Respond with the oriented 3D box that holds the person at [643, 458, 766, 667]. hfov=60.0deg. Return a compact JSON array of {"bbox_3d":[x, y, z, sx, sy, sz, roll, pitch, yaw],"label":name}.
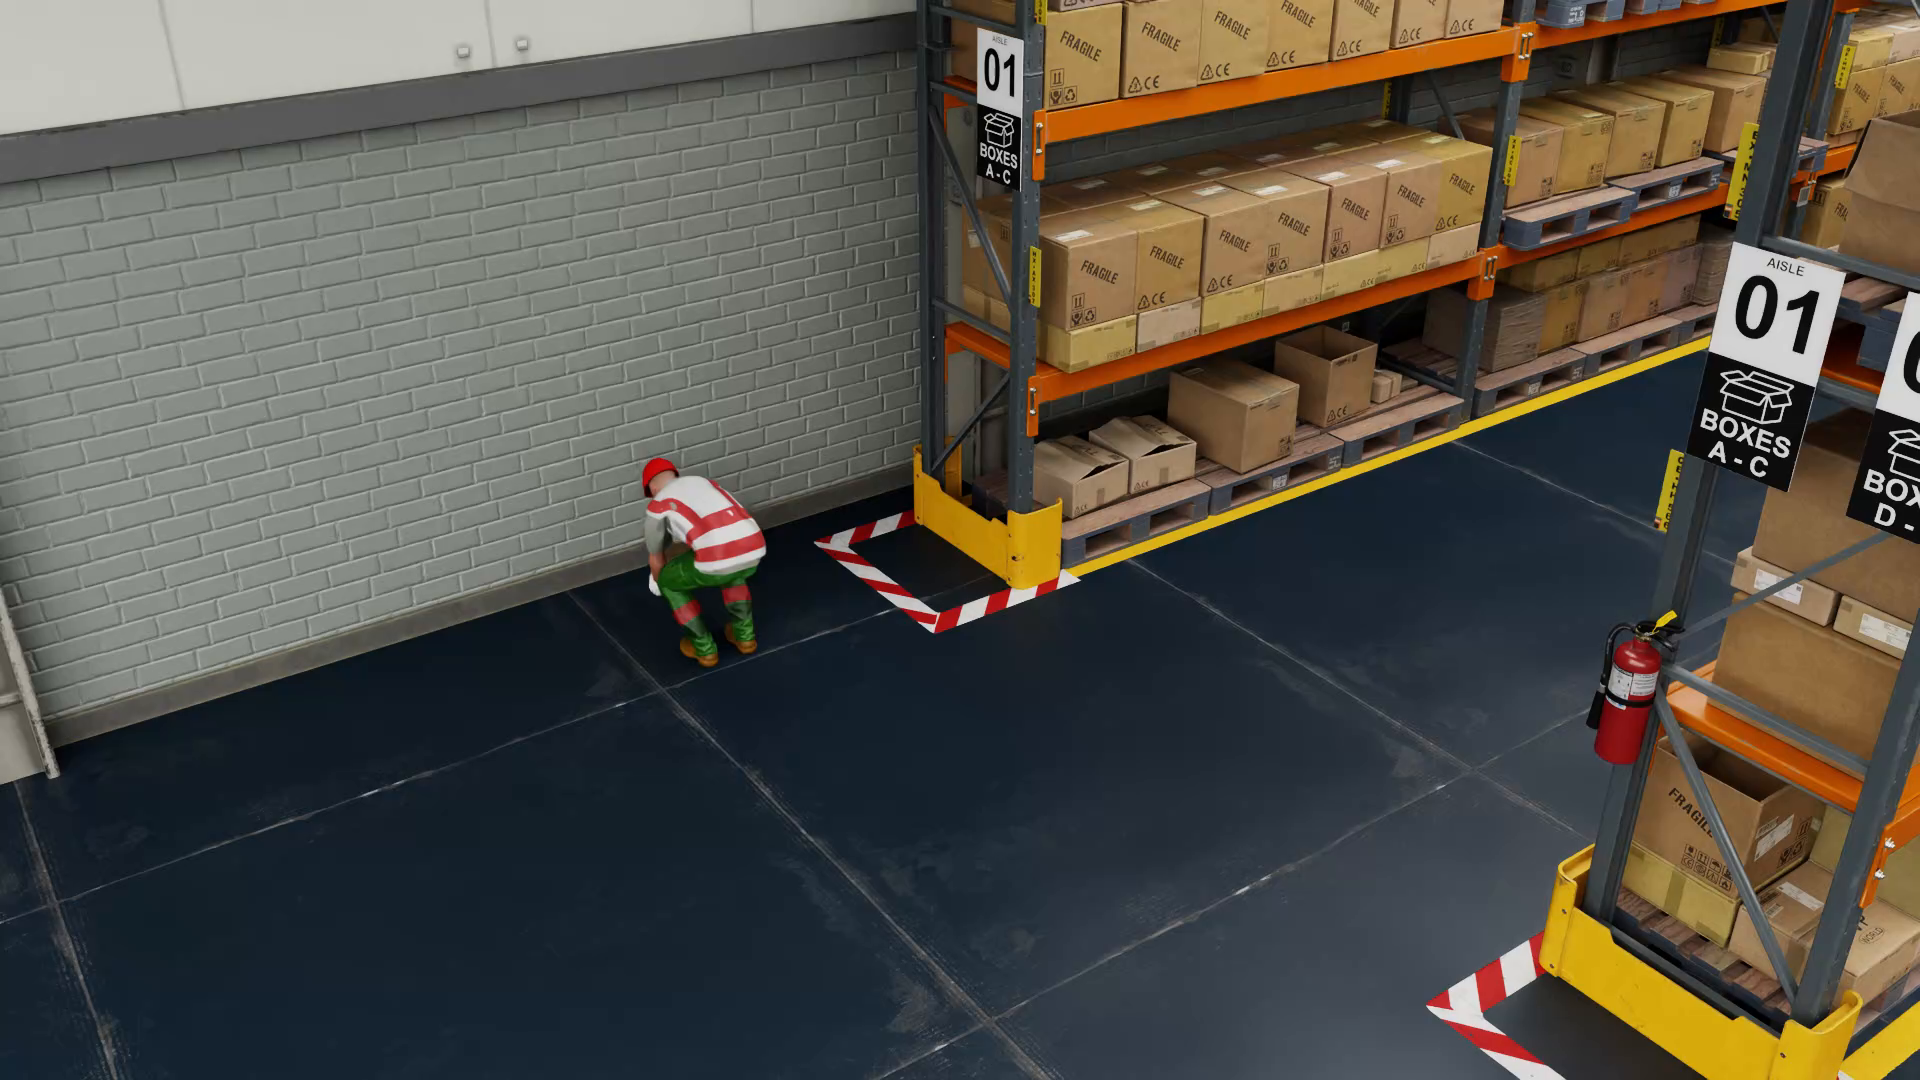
[{"bbox_3d":[-1.442,0.121,9.218,0.536,0.988,0.950,-20,34,-33],"label":"person"}]
